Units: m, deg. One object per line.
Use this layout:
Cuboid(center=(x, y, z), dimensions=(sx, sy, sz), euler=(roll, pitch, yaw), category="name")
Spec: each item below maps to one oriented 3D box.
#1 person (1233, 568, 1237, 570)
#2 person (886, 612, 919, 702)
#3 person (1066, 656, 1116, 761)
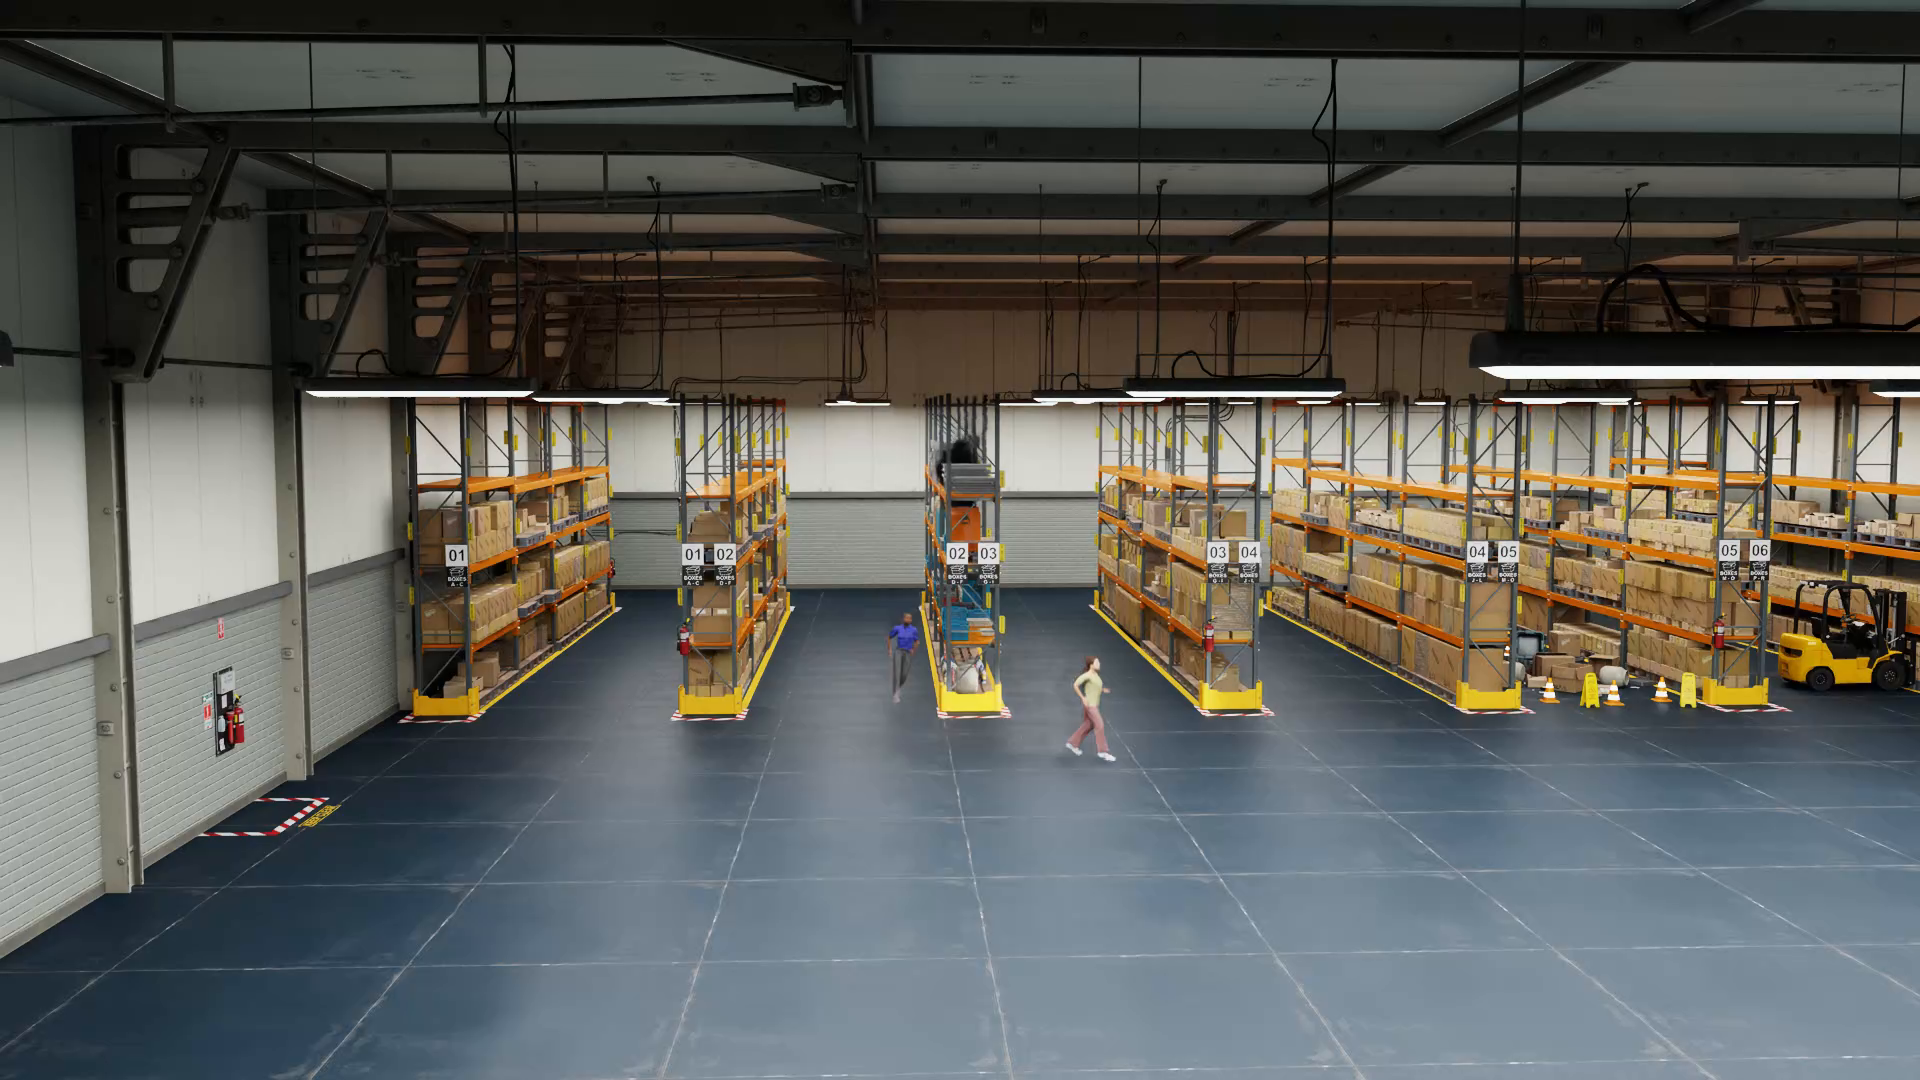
Cuboid(center=(7.584, 1.155, 47.857), dimensions=(0.778, 1.645, 0.627), euler=(1, 5, 18), category="person")
Cuboid(center=(-1.067, 2.186, 31.260), dimensions=(0.616, 1.631, 0.629), euler=(-1, 5, -12), category="person")
Cuboid(center=(2.142, 2.721, 27.139), dimensions=(0.882, 1.680, 0.578), euler=(2, 5, 20), category="person")
